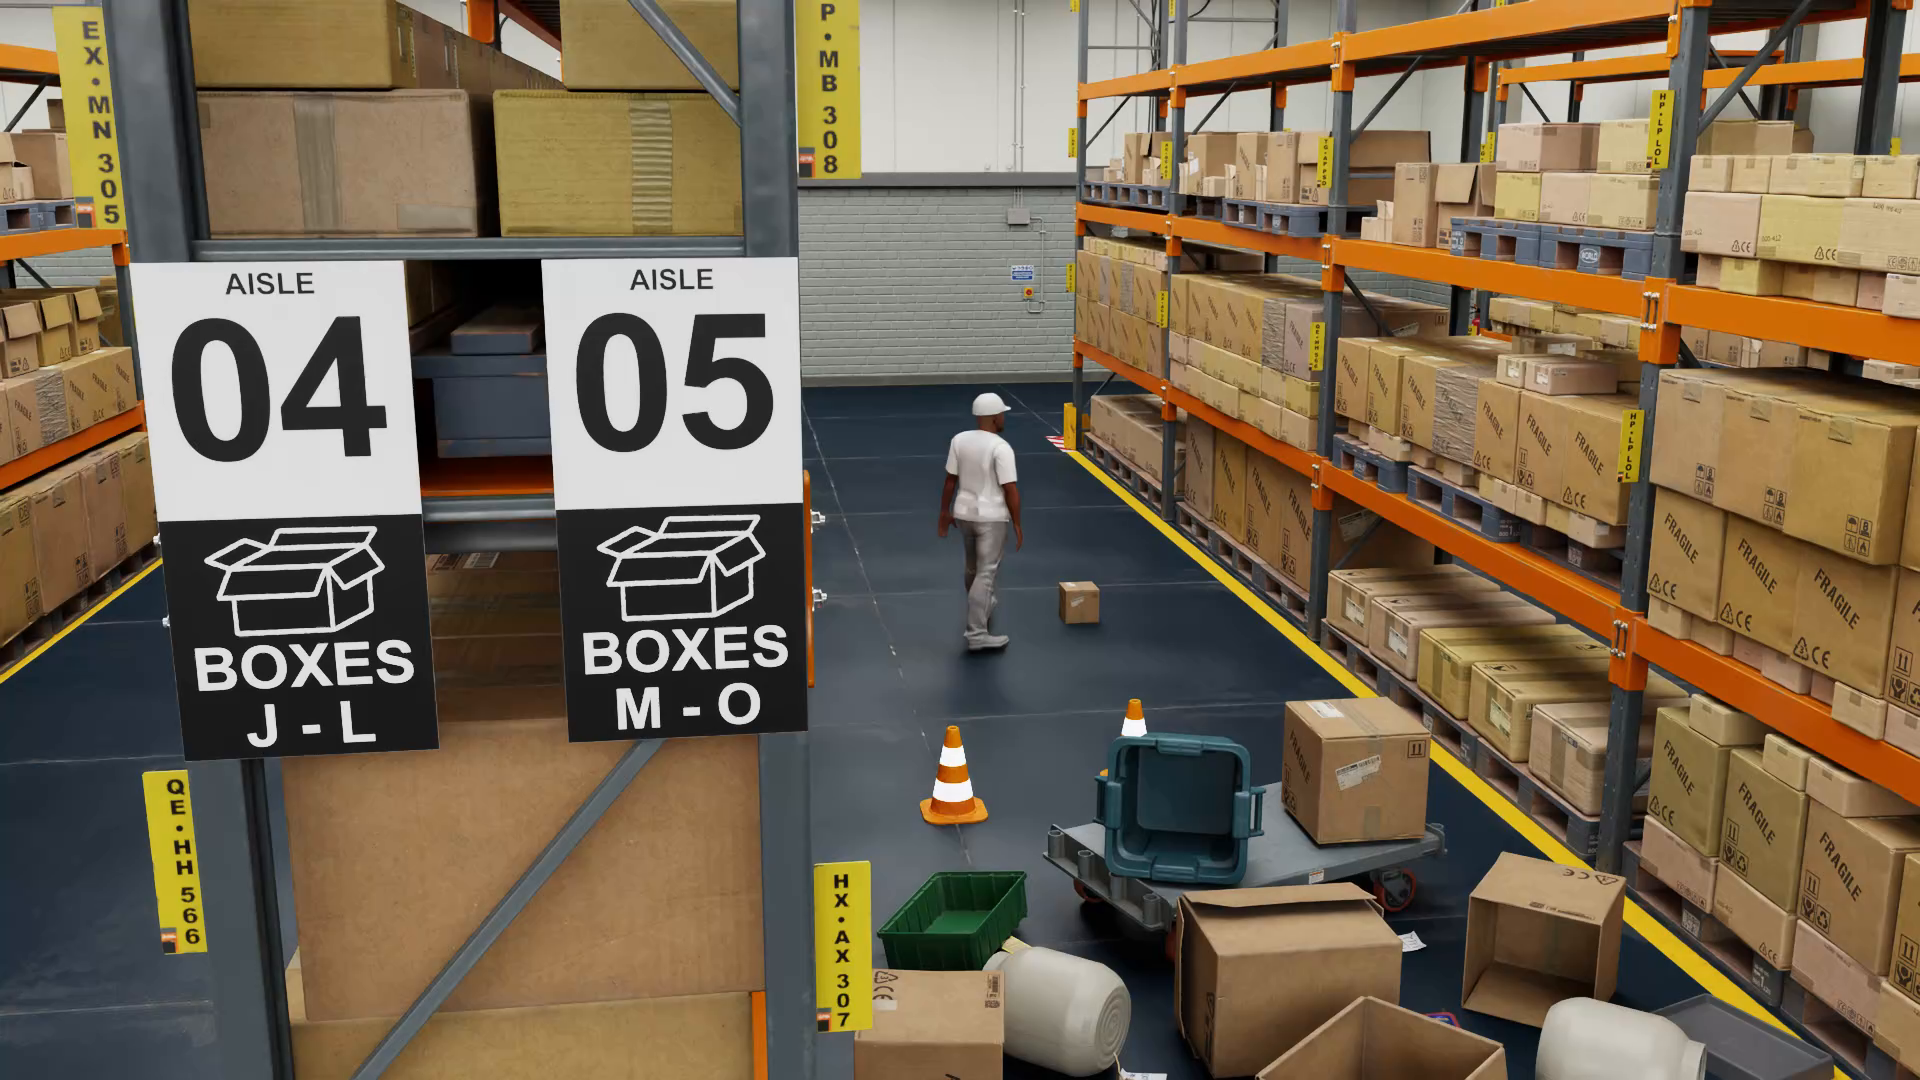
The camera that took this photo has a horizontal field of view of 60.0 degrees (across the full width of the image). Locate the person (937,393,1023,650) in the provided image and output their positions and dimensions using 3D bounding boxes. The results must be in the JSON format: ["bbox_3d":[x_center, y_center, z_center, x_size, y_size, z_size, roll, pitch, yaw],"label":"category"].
[{"bbox_3d":[0.199,-0.179,11.691,0.838,1.728,0.776,-12,18,-43],"label":"person"}]
